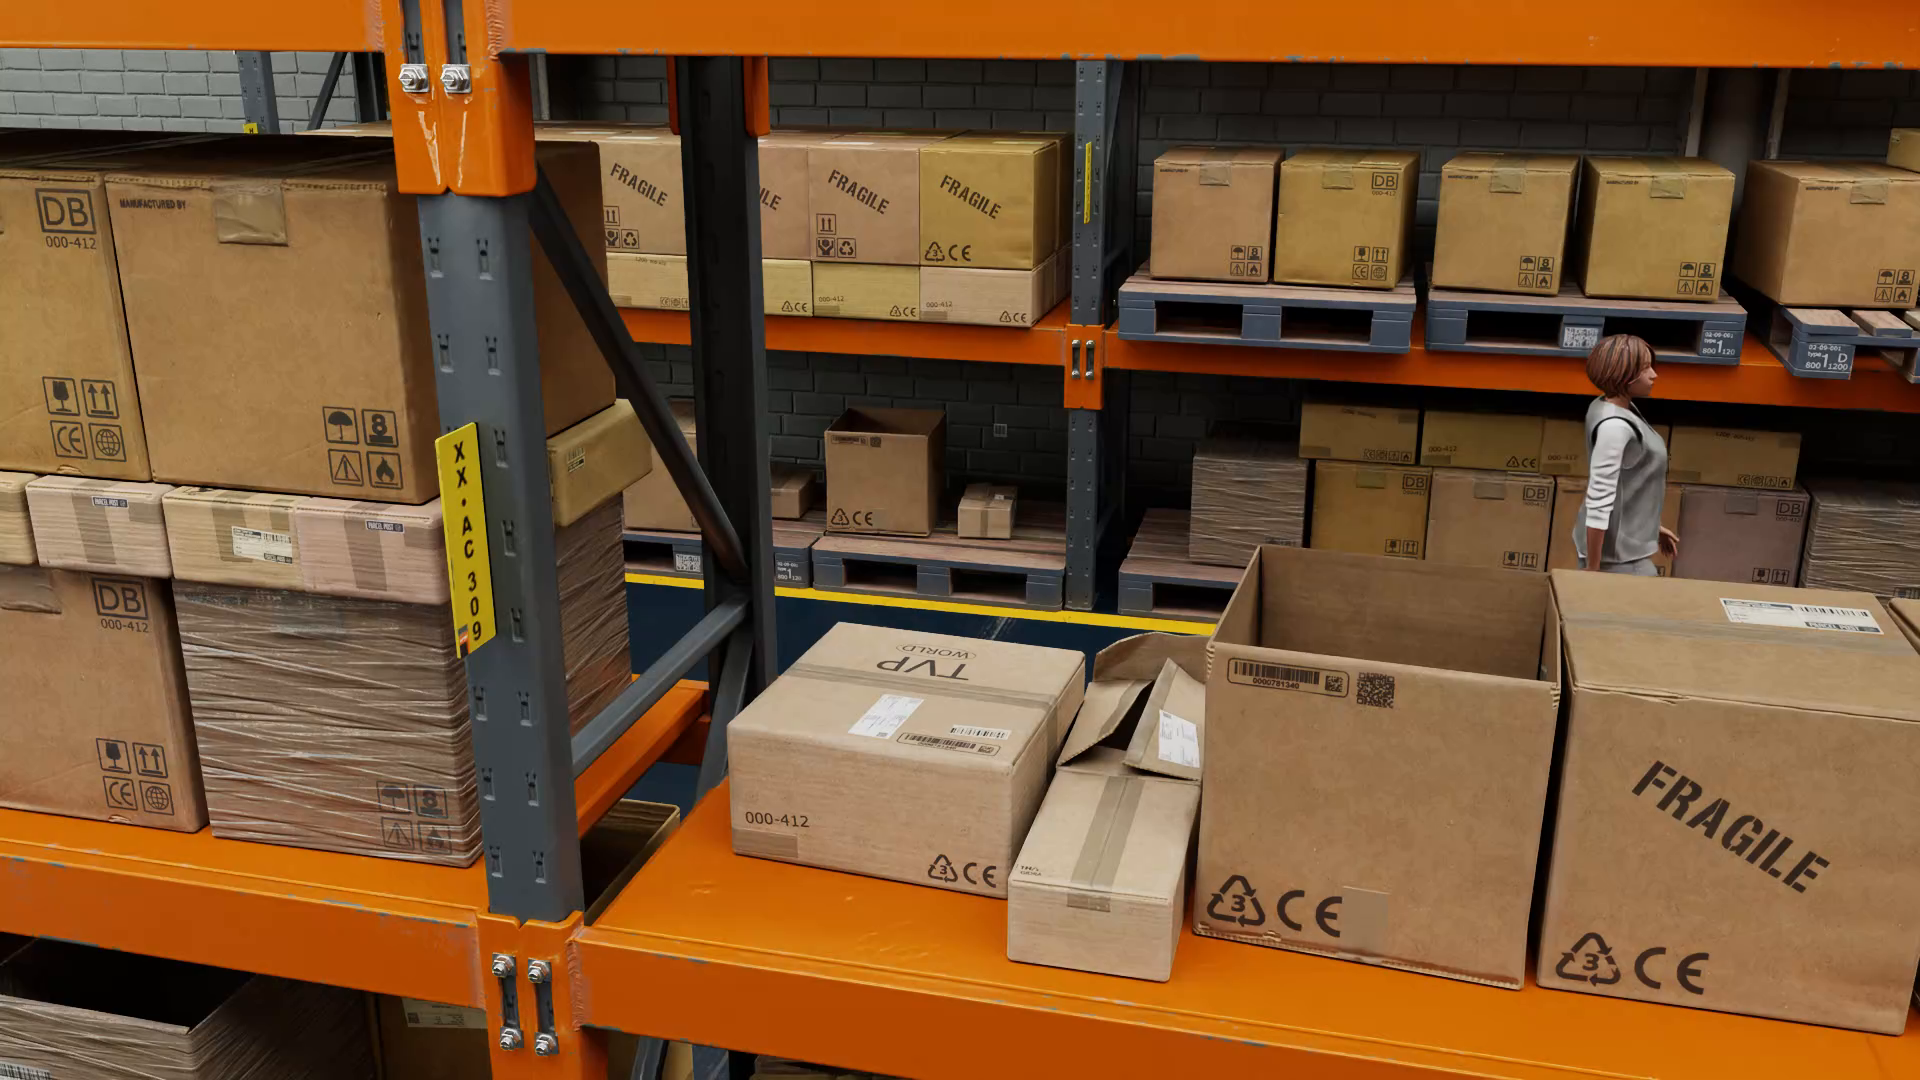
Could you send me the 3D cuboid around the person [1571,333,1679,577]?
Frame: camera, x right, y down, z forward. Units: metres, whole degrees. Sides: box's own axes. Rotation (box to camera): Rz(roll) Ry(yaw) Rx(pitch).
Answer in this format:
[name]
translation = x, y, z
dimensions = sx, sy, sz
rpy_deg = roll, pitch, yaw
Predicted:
[person]
translation = 2.418, 0.024, 5.986
dimensions = 0.849, 1.550, 0.419
rpy_deg = 4, 19, 12
